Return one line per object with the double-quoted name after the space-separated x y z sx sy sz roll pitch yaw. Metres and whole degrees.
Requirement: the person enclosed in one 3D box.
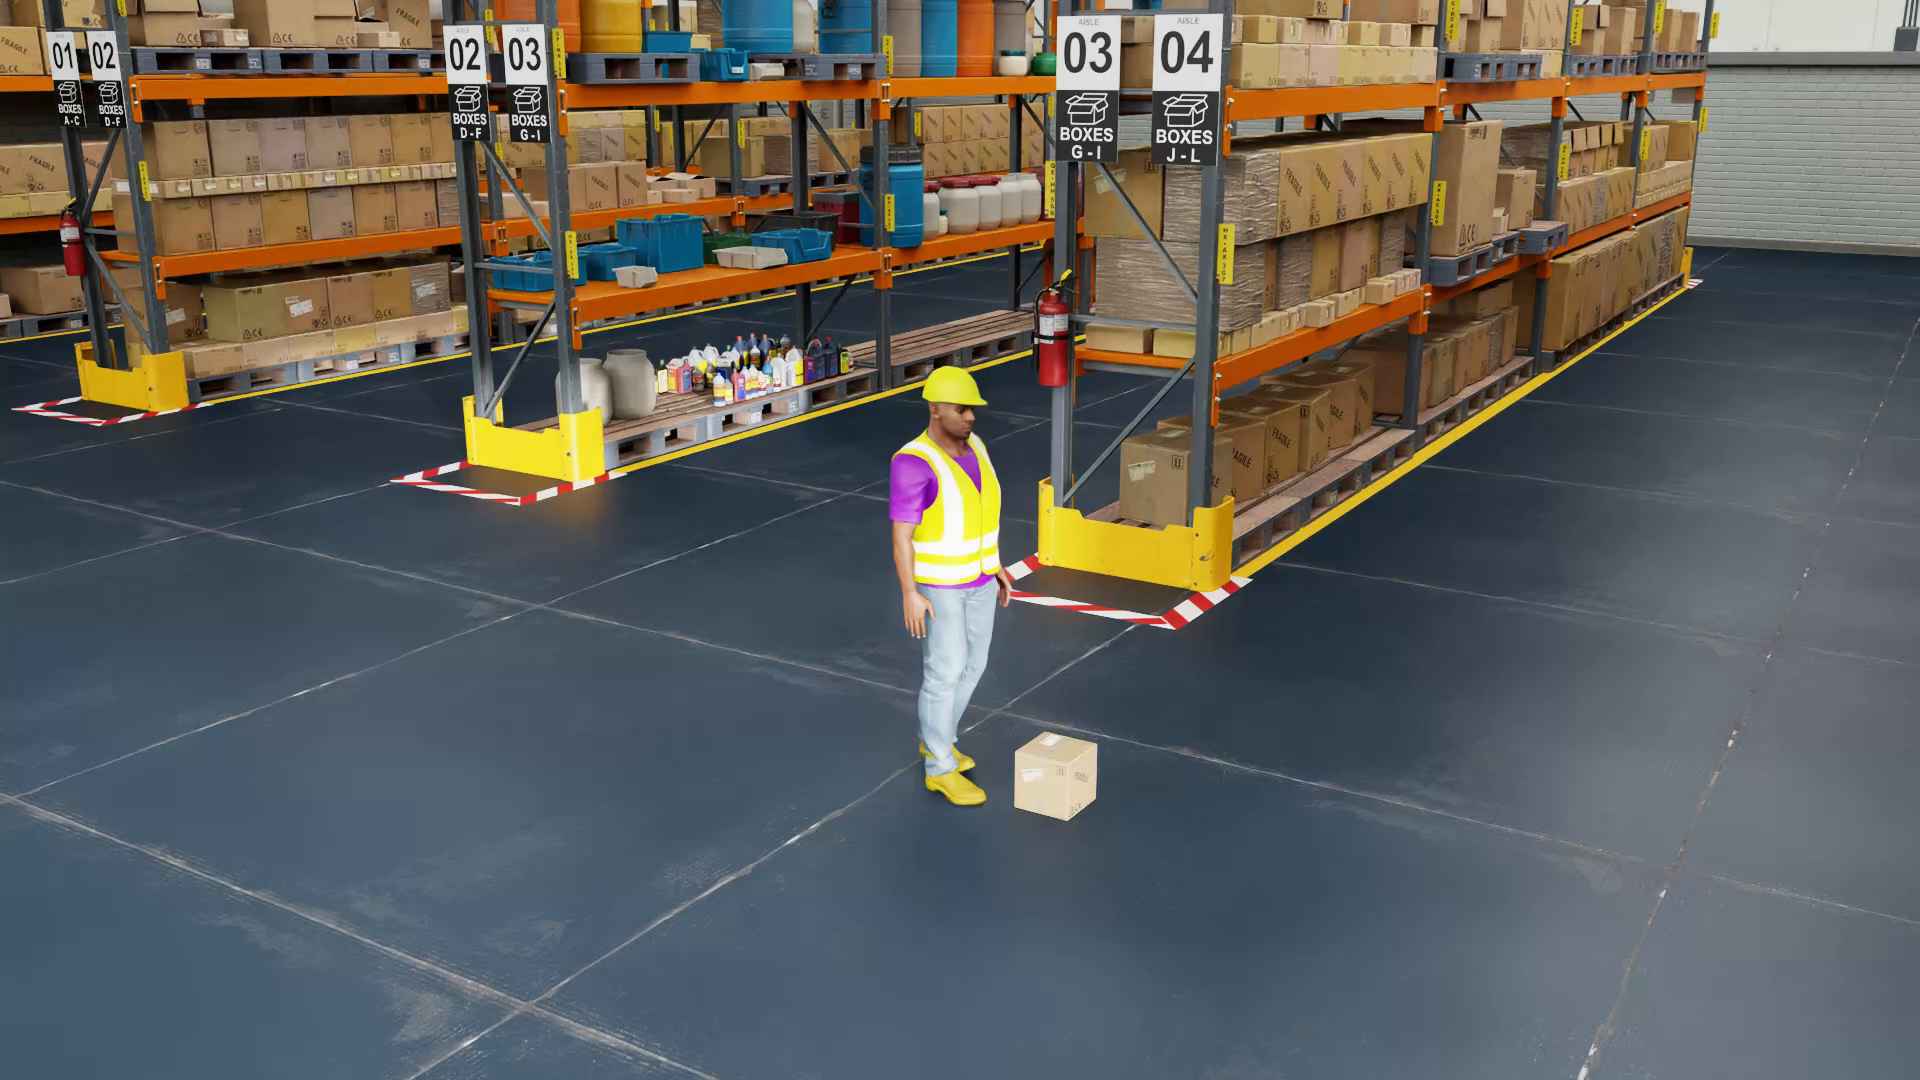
-0.027 0.170 6.872 0.509 1.780 0.586 12 20 37 "person"
